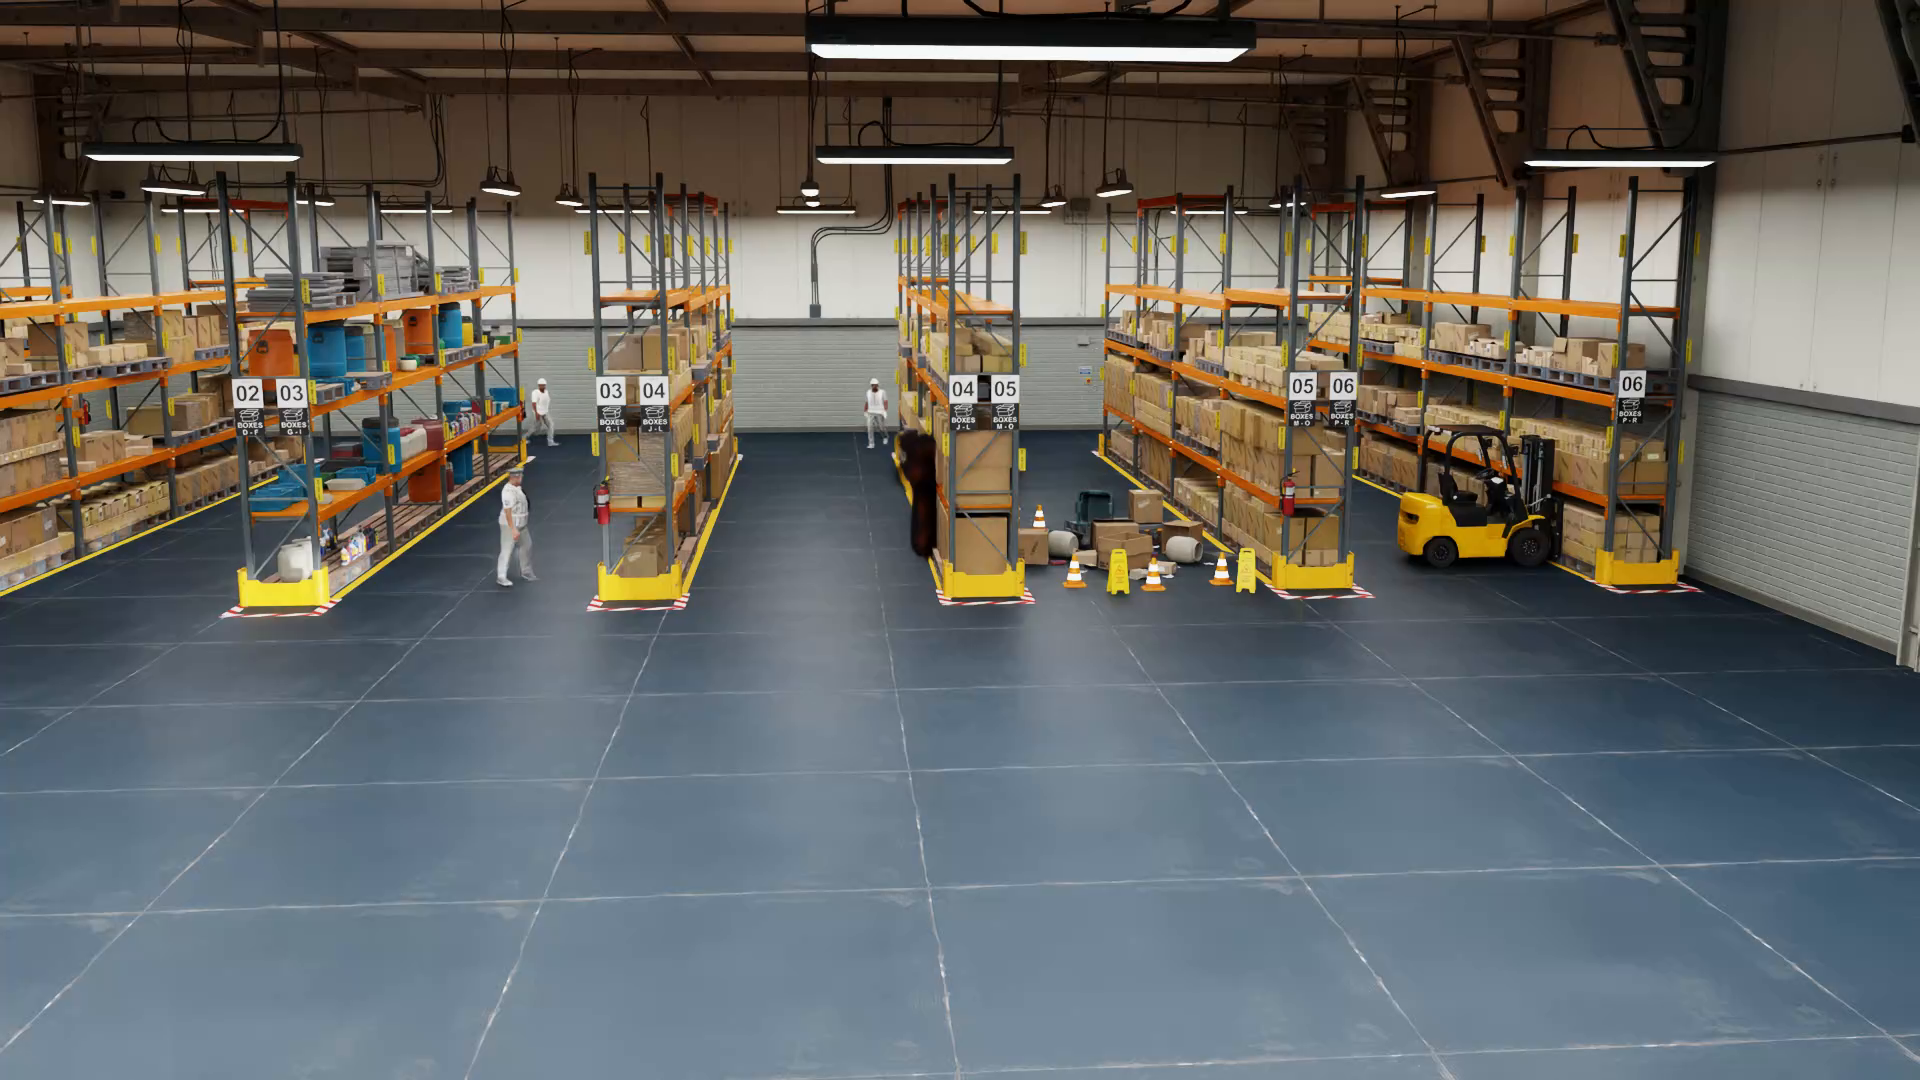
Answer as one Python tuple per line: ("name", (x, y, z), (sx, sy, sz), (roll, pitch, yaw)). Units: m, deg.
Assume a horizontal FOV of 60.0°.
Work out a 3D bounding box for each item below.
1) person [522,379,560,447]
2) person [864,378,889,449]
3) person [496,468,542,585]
("person", (-10.599, -3.212, 41.964), (0.982, 1.719, 0.663), (3, 10, 17))
("person", (-2.102, -3.168, 41.553), (0.638, 1.748, 0.884), (3, 10, 15))
("person", (-6.664, -0.195, 24.914), (0.506, 1.798, 0.679), (2, 10, 11))
